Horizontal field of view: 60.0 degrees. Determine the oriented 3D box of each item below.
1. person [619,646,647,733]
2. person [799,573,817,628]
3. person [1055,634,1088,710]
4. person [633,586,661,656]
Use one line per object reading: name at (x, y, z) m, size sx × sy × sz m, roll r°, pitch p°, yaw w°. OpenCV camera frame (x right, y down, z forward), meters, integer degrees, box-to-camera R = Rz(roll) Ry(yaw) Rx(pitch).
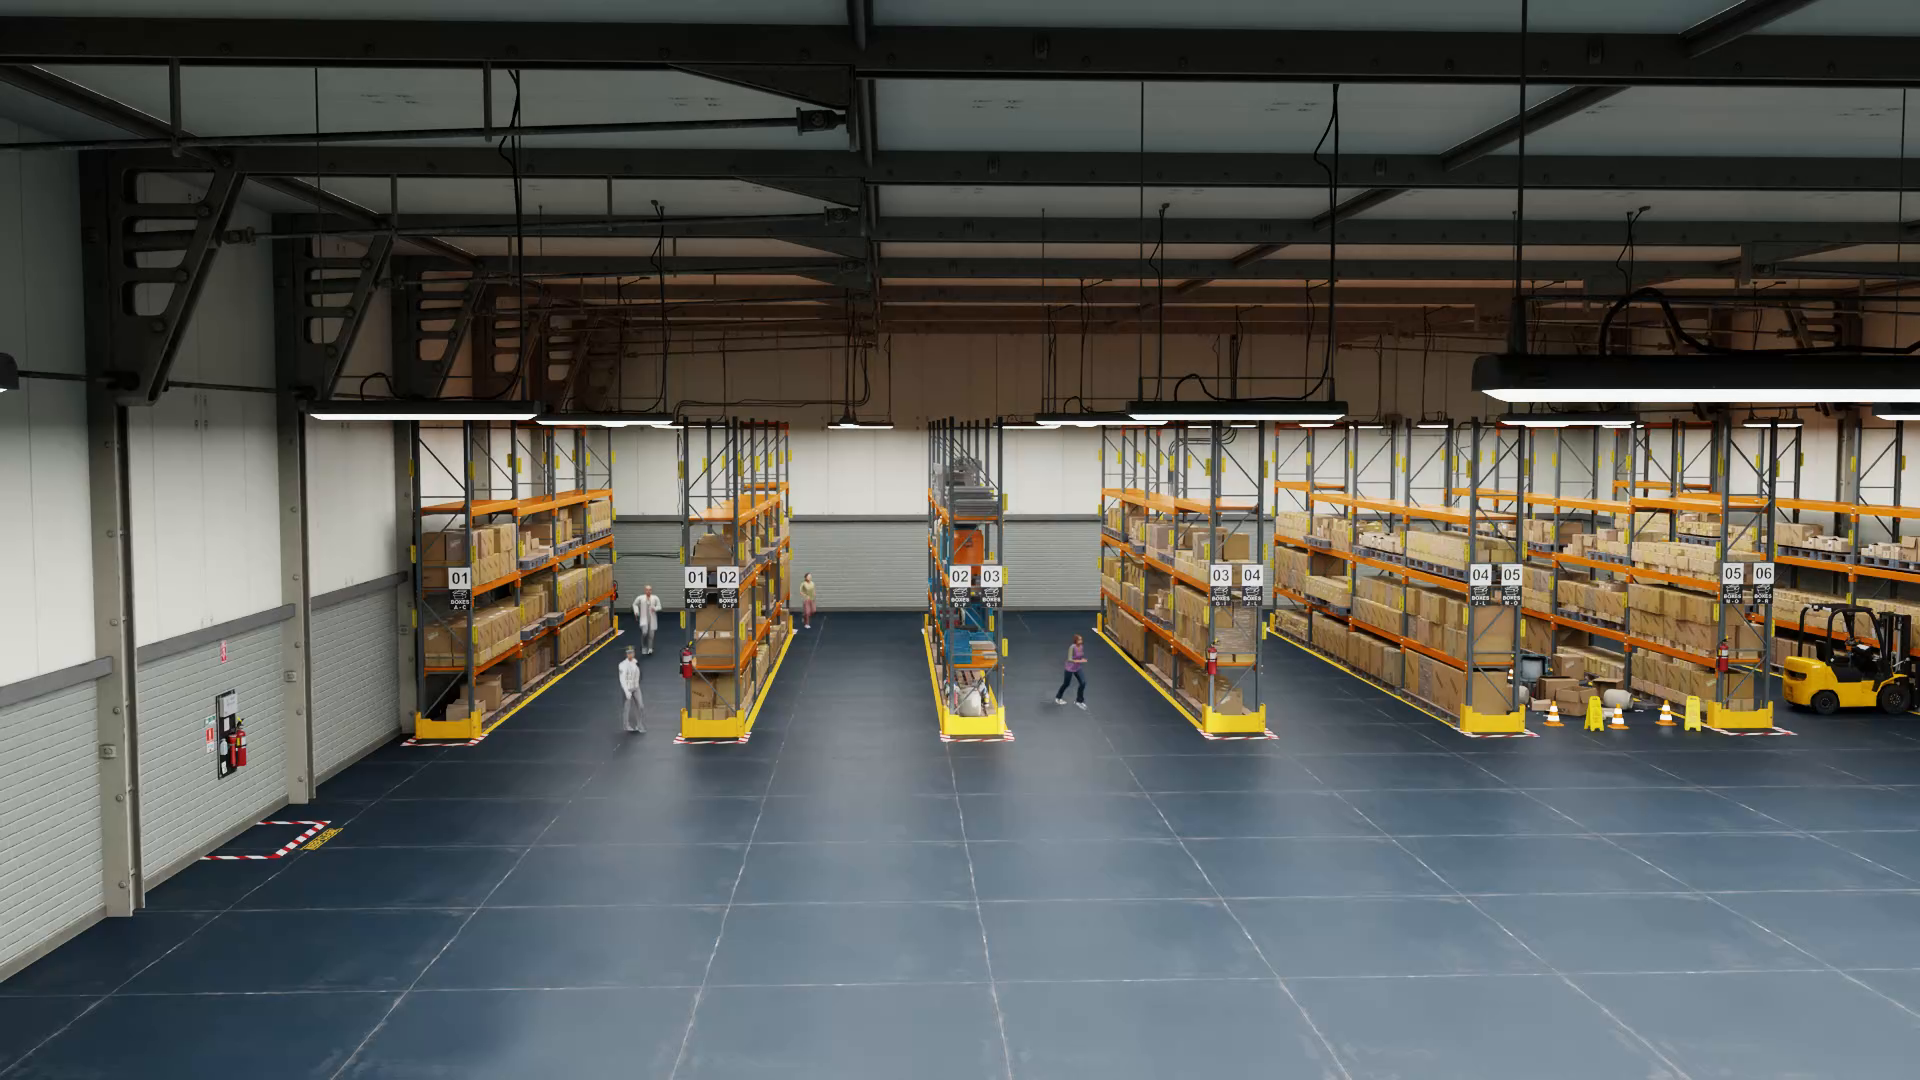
person at (-6.274, 2.863, 31.580) m, size 0.535 × 1.735 × 0.529 m, roll 3°, pitch 5°, yaw 42°
person at (-4.410, 1.762, 48.413) m, size 0.567 × 1.614 × 0.579 m, roll -3°, pitch 4°, yaw -34°
person at (2.333, 2.699, 34.331) m, size 0.541 × 1.568 × 0.915 m, roll -3°, pitch 5°, yaw -39°
person at (-7.994, 2.064, 42.576) m, size 0.694 × 1.791 × 0.764 m, roll -1°, pitch 4°, yaw -16°
